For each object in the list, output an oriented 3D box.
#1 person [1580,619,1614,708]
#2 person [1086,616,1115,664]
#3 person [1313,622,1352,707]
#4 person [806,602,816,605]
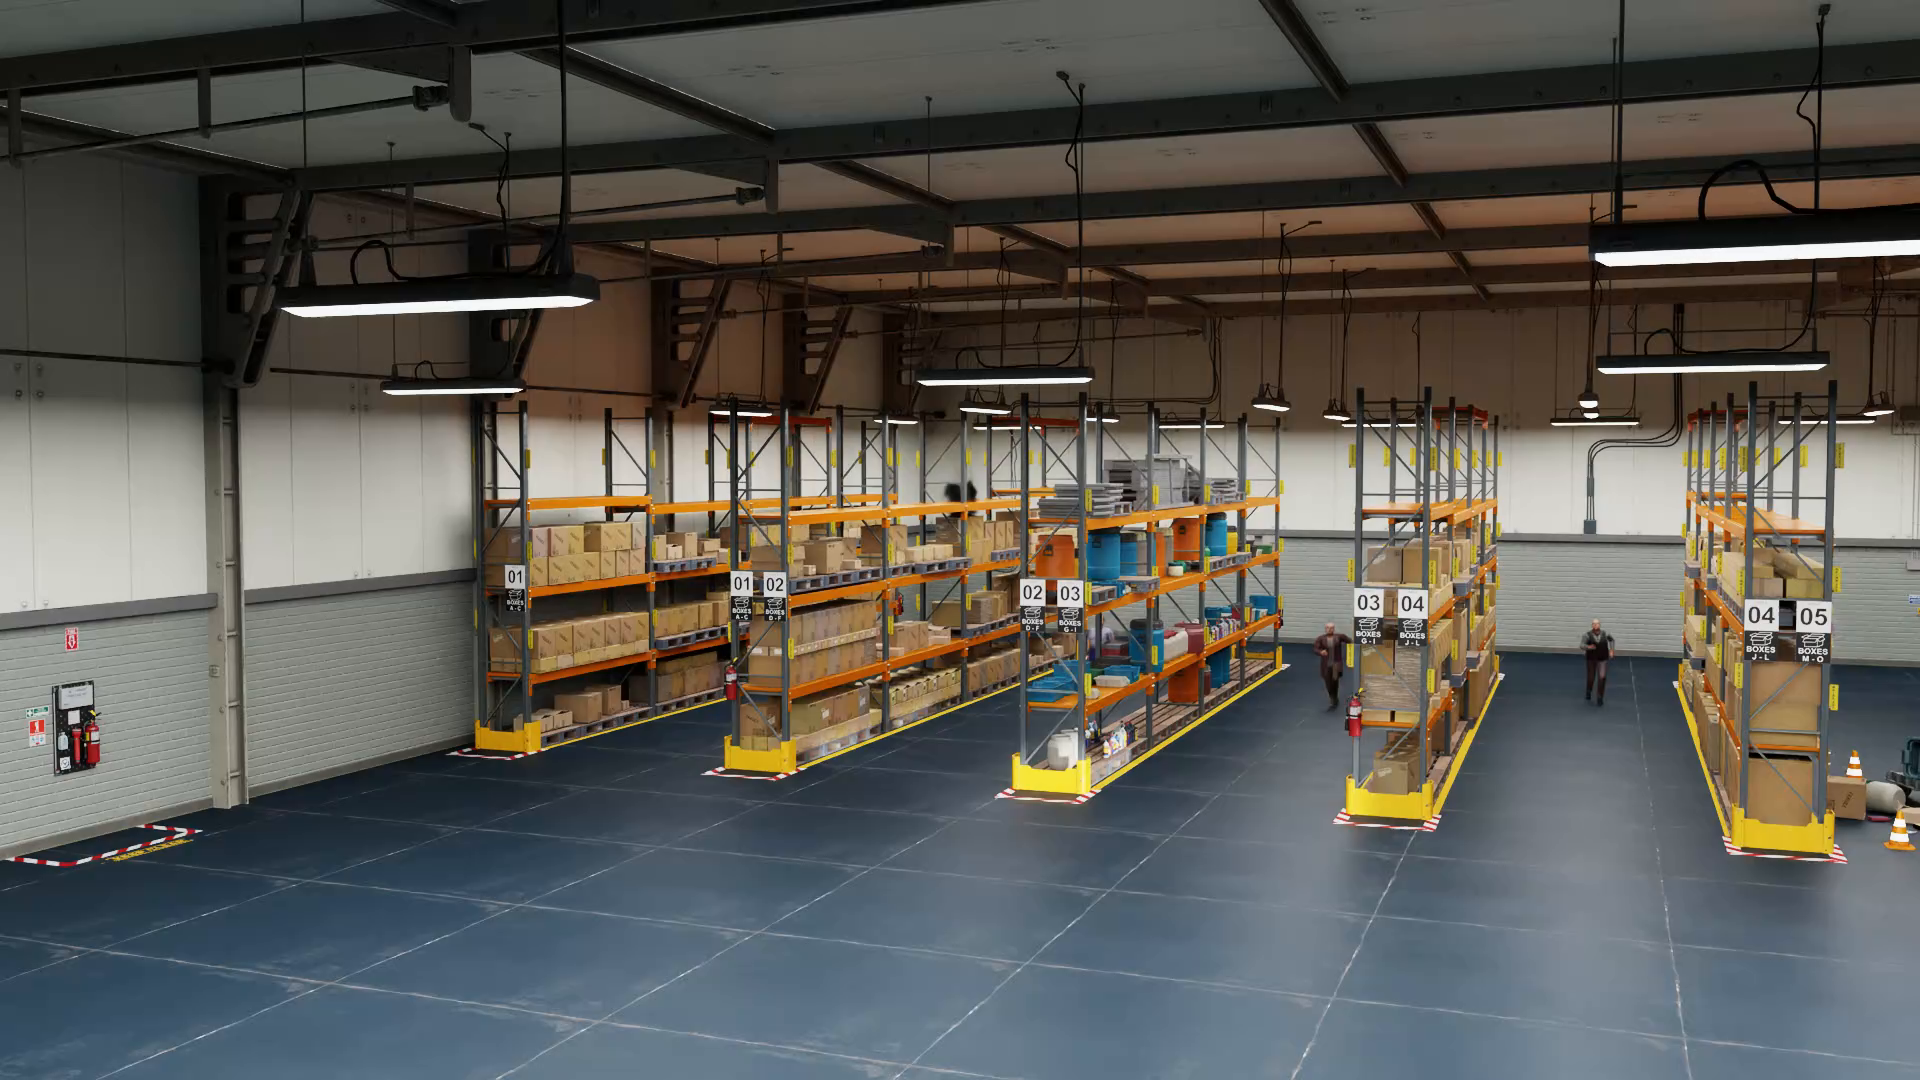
[{"bbox_3d":[12.993,2.496,33.928,0.662,1.776,0.903,1,3,20],"label":"person"},{"bbox_3d":[2.830,2.304,33.697,0.616,1.570,0.511,1,3,25],"label":"person"},{"bbox_3d":[7.448,2.507,33.233,0.759,1.727,0.793,1,3,18],"label":"person"},{"bbox_3d":[-3.090,2.202,34.443,0.631,1.890,0.723,1,3,16],"label":"person"}]
